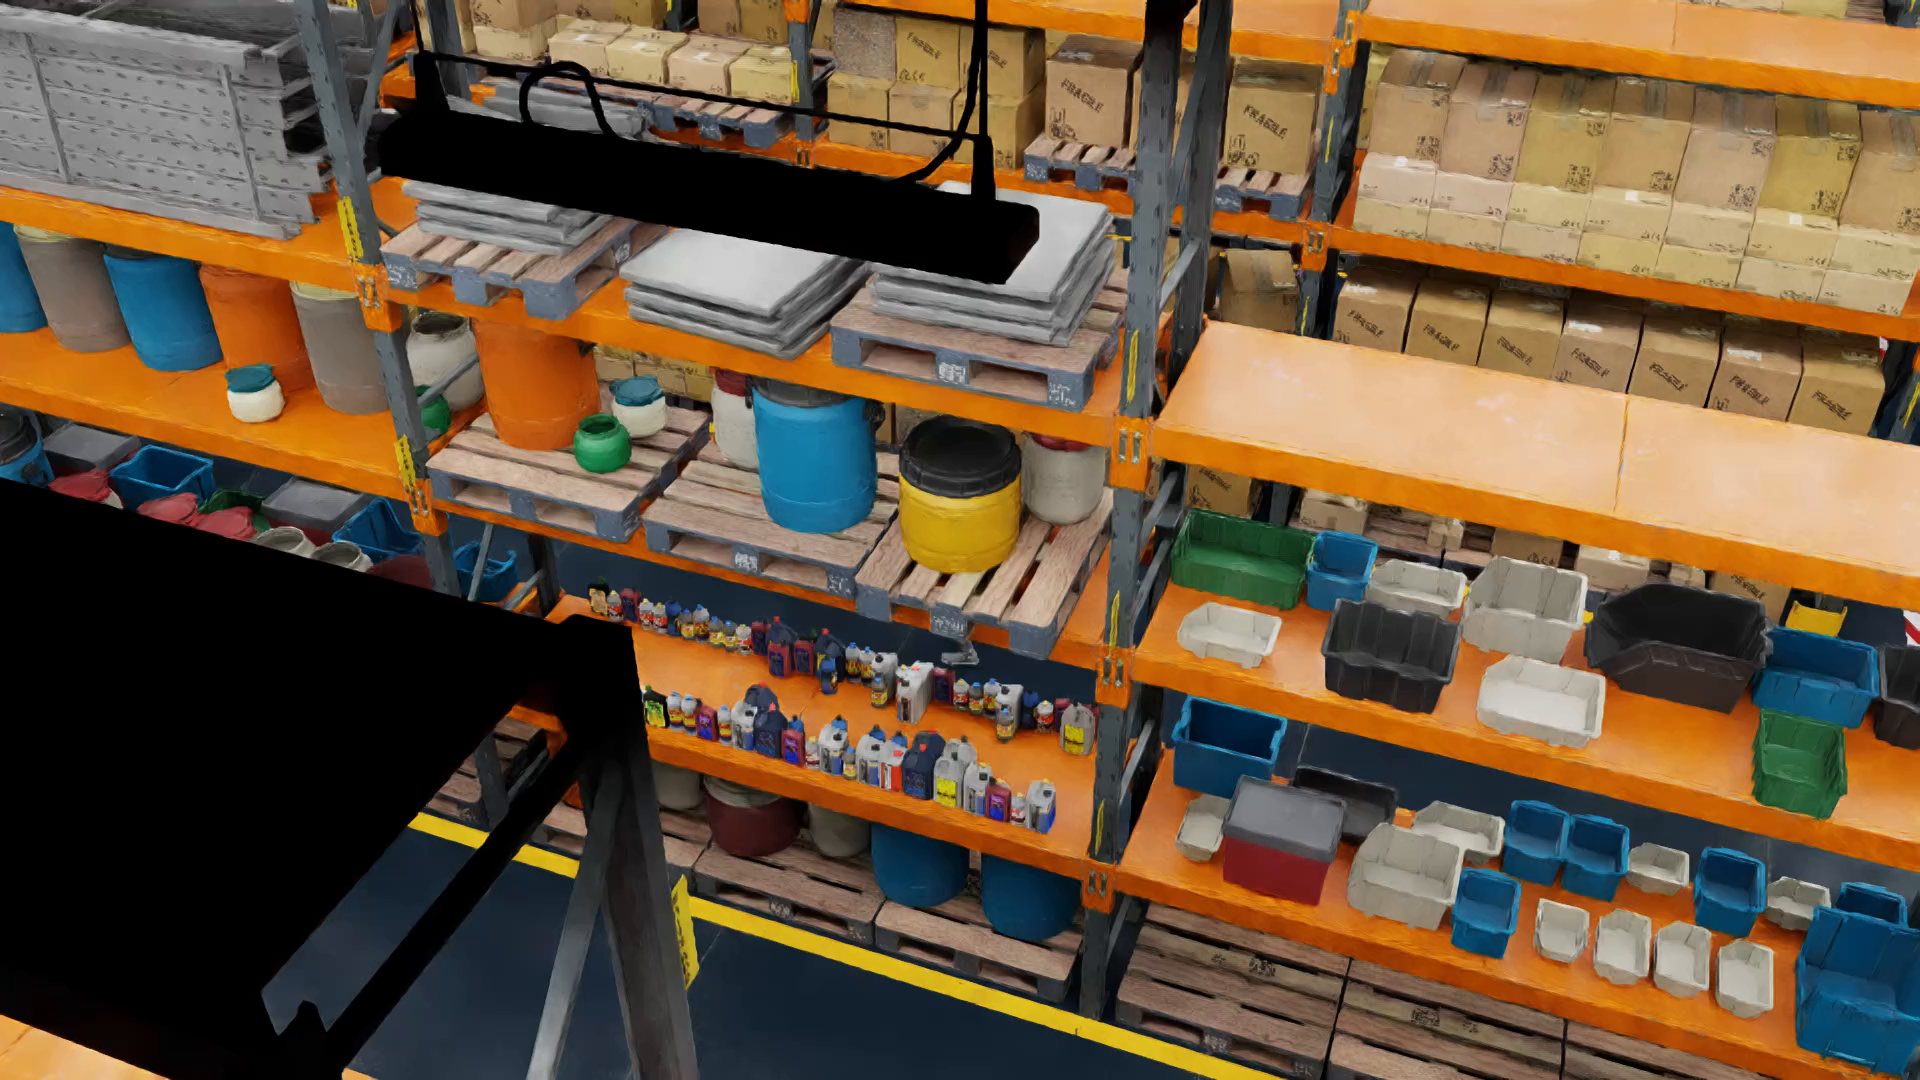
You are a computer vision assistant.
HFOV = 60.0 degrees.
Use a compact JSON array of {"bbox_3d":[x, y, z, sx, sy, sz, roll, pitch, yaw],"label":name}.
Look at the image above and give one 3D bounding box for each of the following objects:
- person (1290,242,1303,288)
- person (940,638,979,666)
[{"bbox_3d":[3.050,-1.928,14.797,1.037,1.404,0.417,14,39,19],"label":"person"},{"bbox_3d":[-0.073,0.151,11.836,0.512,1.628,0.639,11,38,15],"label":"person"}]
